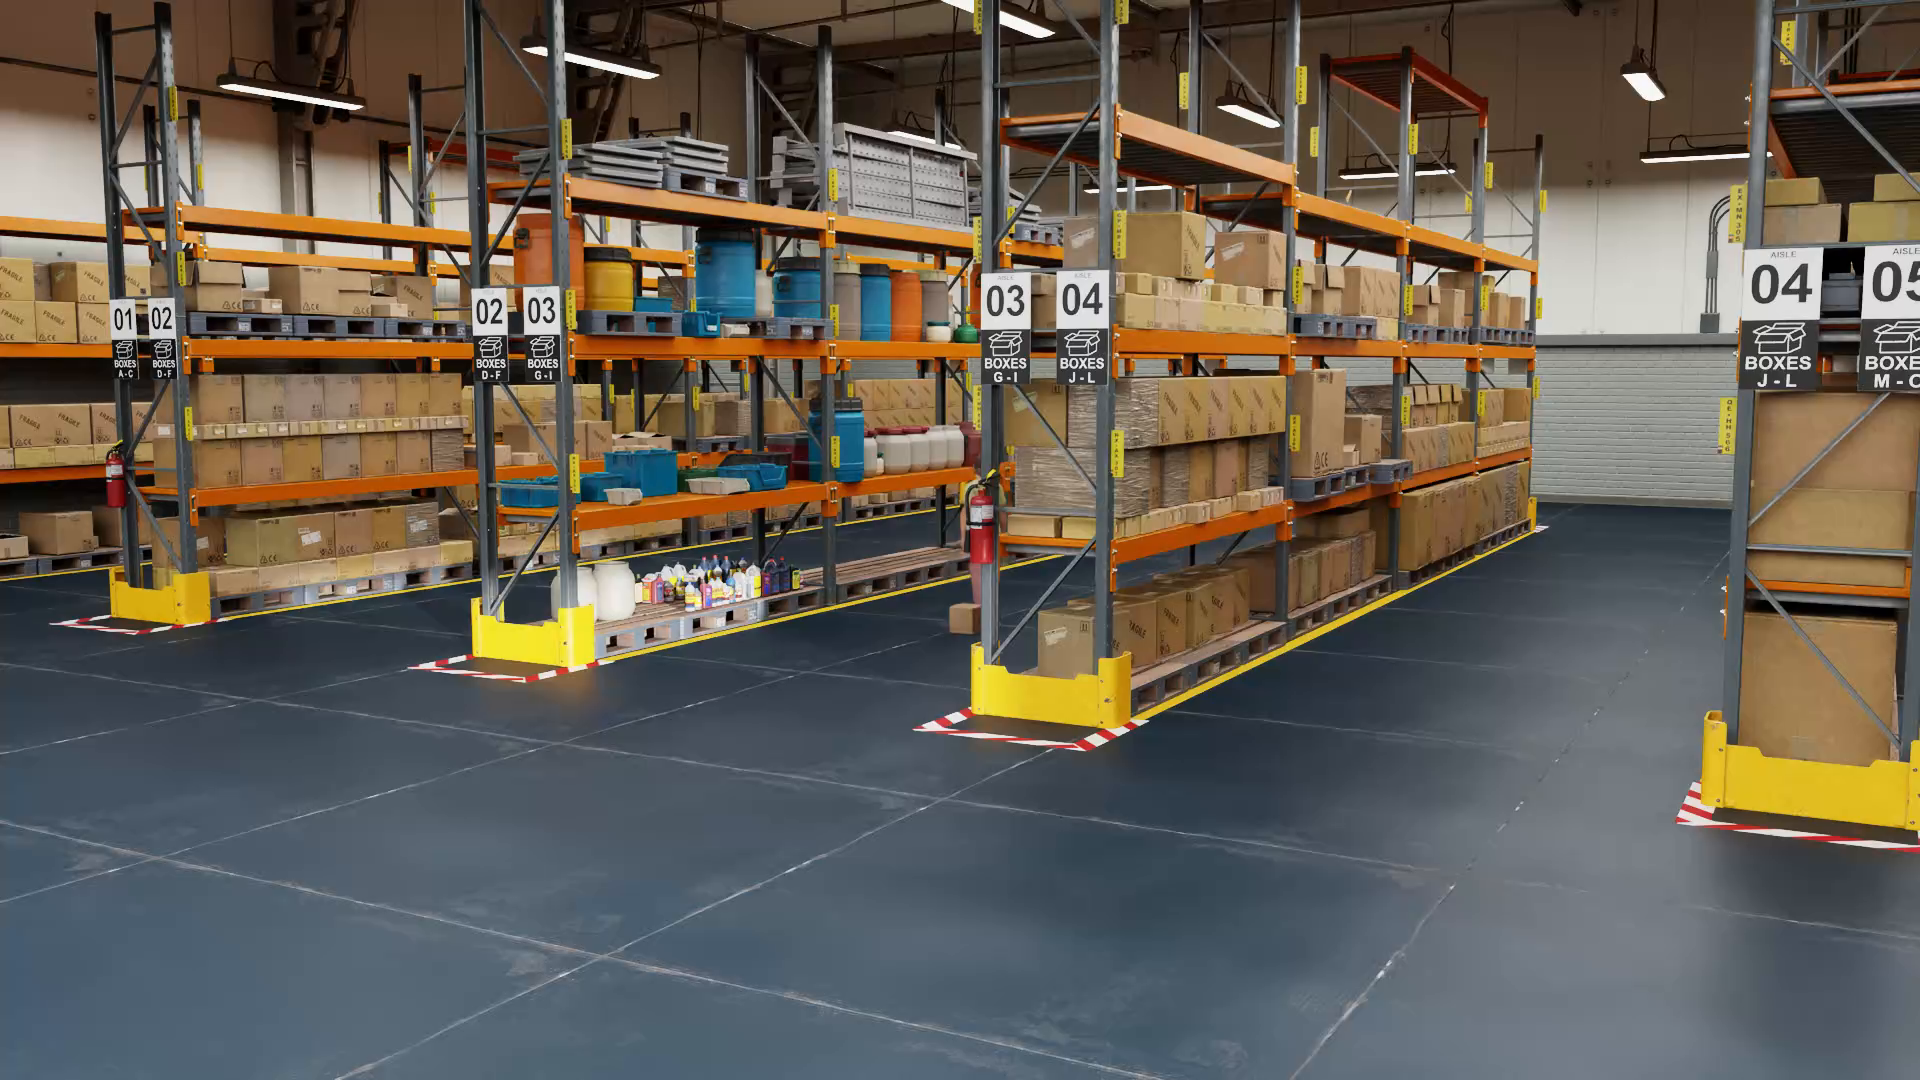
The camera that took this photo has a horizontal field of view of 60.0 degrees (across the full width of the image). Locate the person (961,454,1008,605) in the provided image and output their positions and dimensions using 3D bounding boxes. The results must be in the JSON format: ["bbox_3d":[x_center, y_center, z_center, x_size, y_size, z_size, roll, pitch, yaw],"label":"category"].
[{"bbox_3d":[0.220,-0.019,16.332,0.528,1.666,0.594,-3,7,-29],"label":"person"}]
